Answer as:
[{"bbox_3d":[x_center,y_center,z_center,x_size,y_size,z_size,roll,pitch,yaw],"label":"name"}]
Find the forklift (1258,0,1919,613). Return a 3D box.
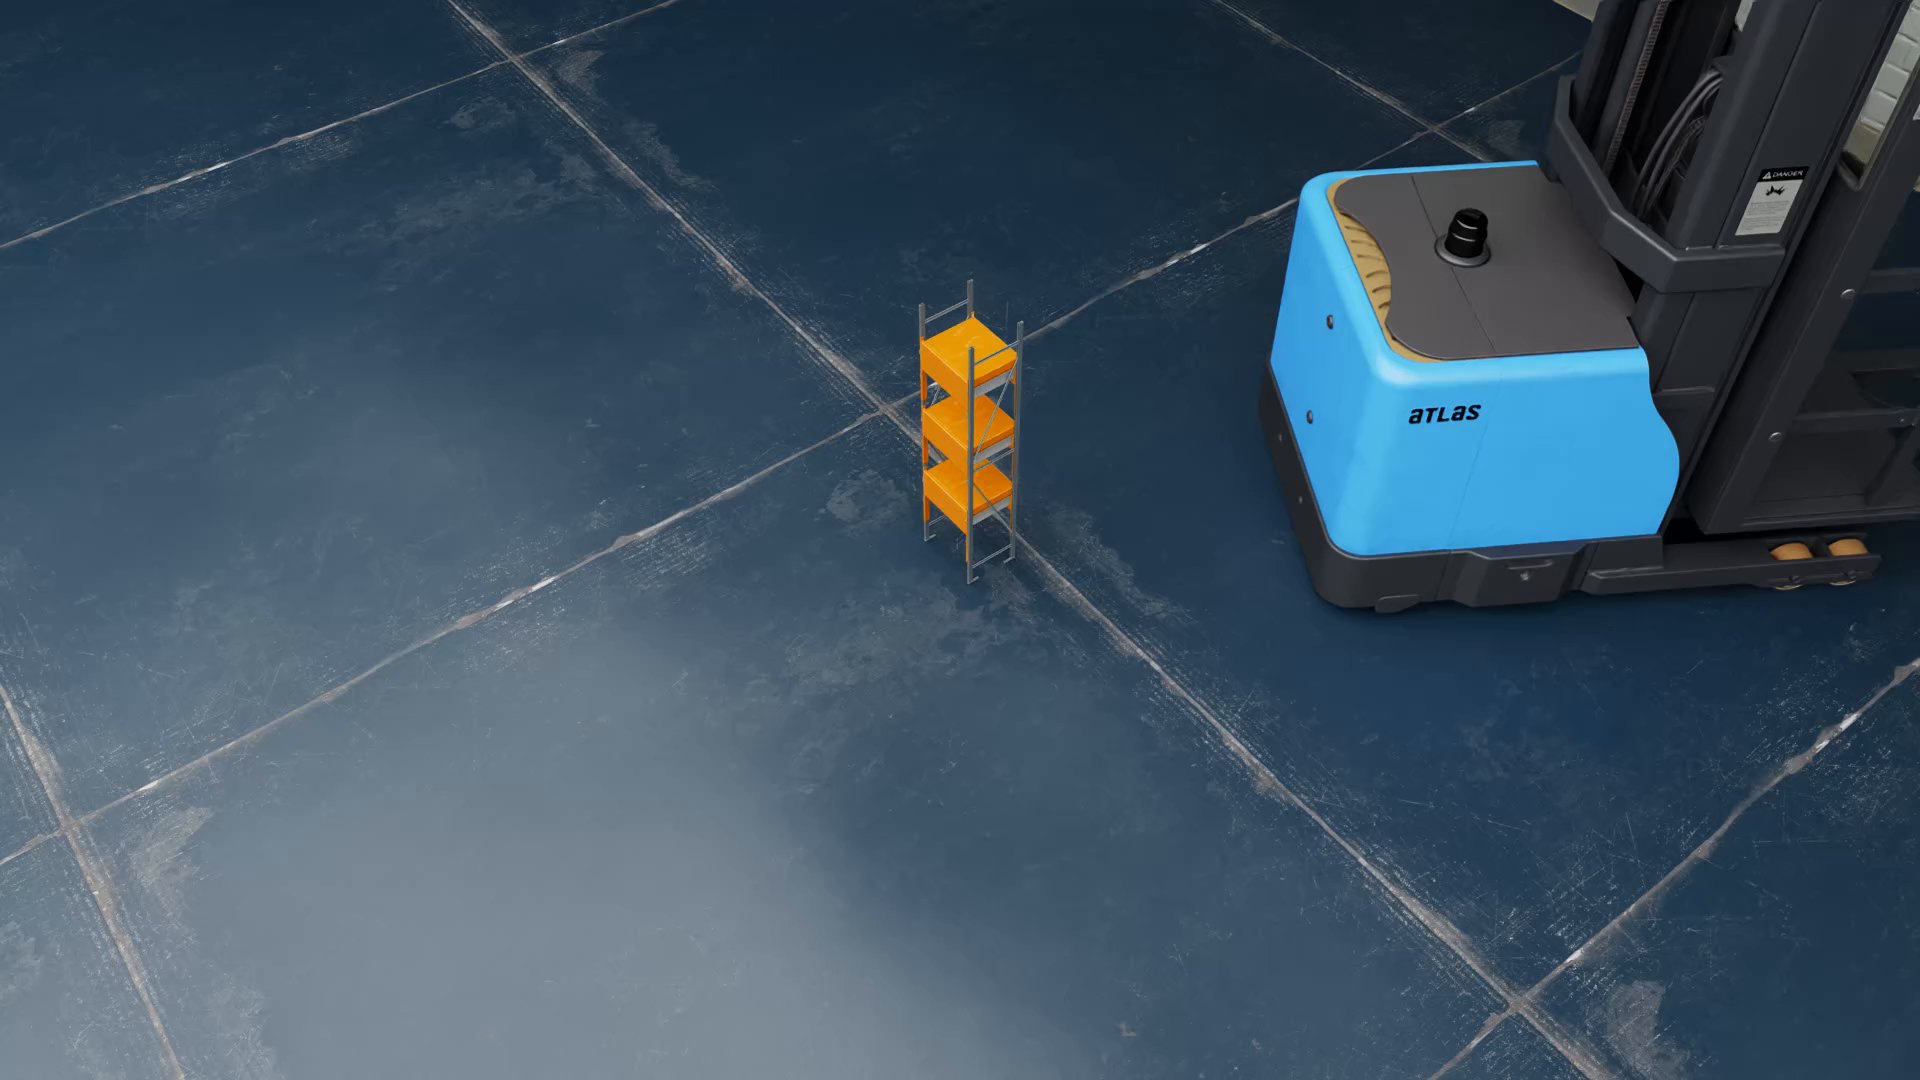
[{"bbox_3d":[2.639,-1.206,4.865,3.031,2.935,1.130,-4,48,-4],"label":"forklift"}]

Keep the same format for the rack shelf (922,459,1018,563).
[{"bbox_3d":[0.032,-0.127,5.546,0.215,0.259,0.240,-29,54,-24],"label":"rack shelf"}]

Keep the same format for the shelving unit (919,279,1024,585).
[{"bbox_3d":[0.032,-0.321,5.332,0.215,1.050,0.252,-29,54,-24],"label":"shelving unit"}]

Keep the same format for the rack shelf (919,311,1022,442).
[{"bbox_3d":[0.032,-0.505,5.130,0.215,0.259,0.240,-29,54,-24],"label":"rack shelf"}]

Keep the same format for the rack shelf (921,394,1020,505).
[{"bbox_3d":[0.032,-0.314,5.340,0.215,0.259,0.240,-29,54,-24],"label":"rack shelf"}]

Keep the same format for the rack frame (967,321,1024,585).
[{"bbox_3d":[0.106,-0.249,5.267,0.200,1.050,0.008,-29,54,-24],"label":"rack frame"}]

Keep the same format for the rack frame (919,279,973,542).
[{"bbox_3d":[-0.041,-0.393,5.398,0.200,1.050,0.008,-29,54,-24],"label":"rack frame"}]
